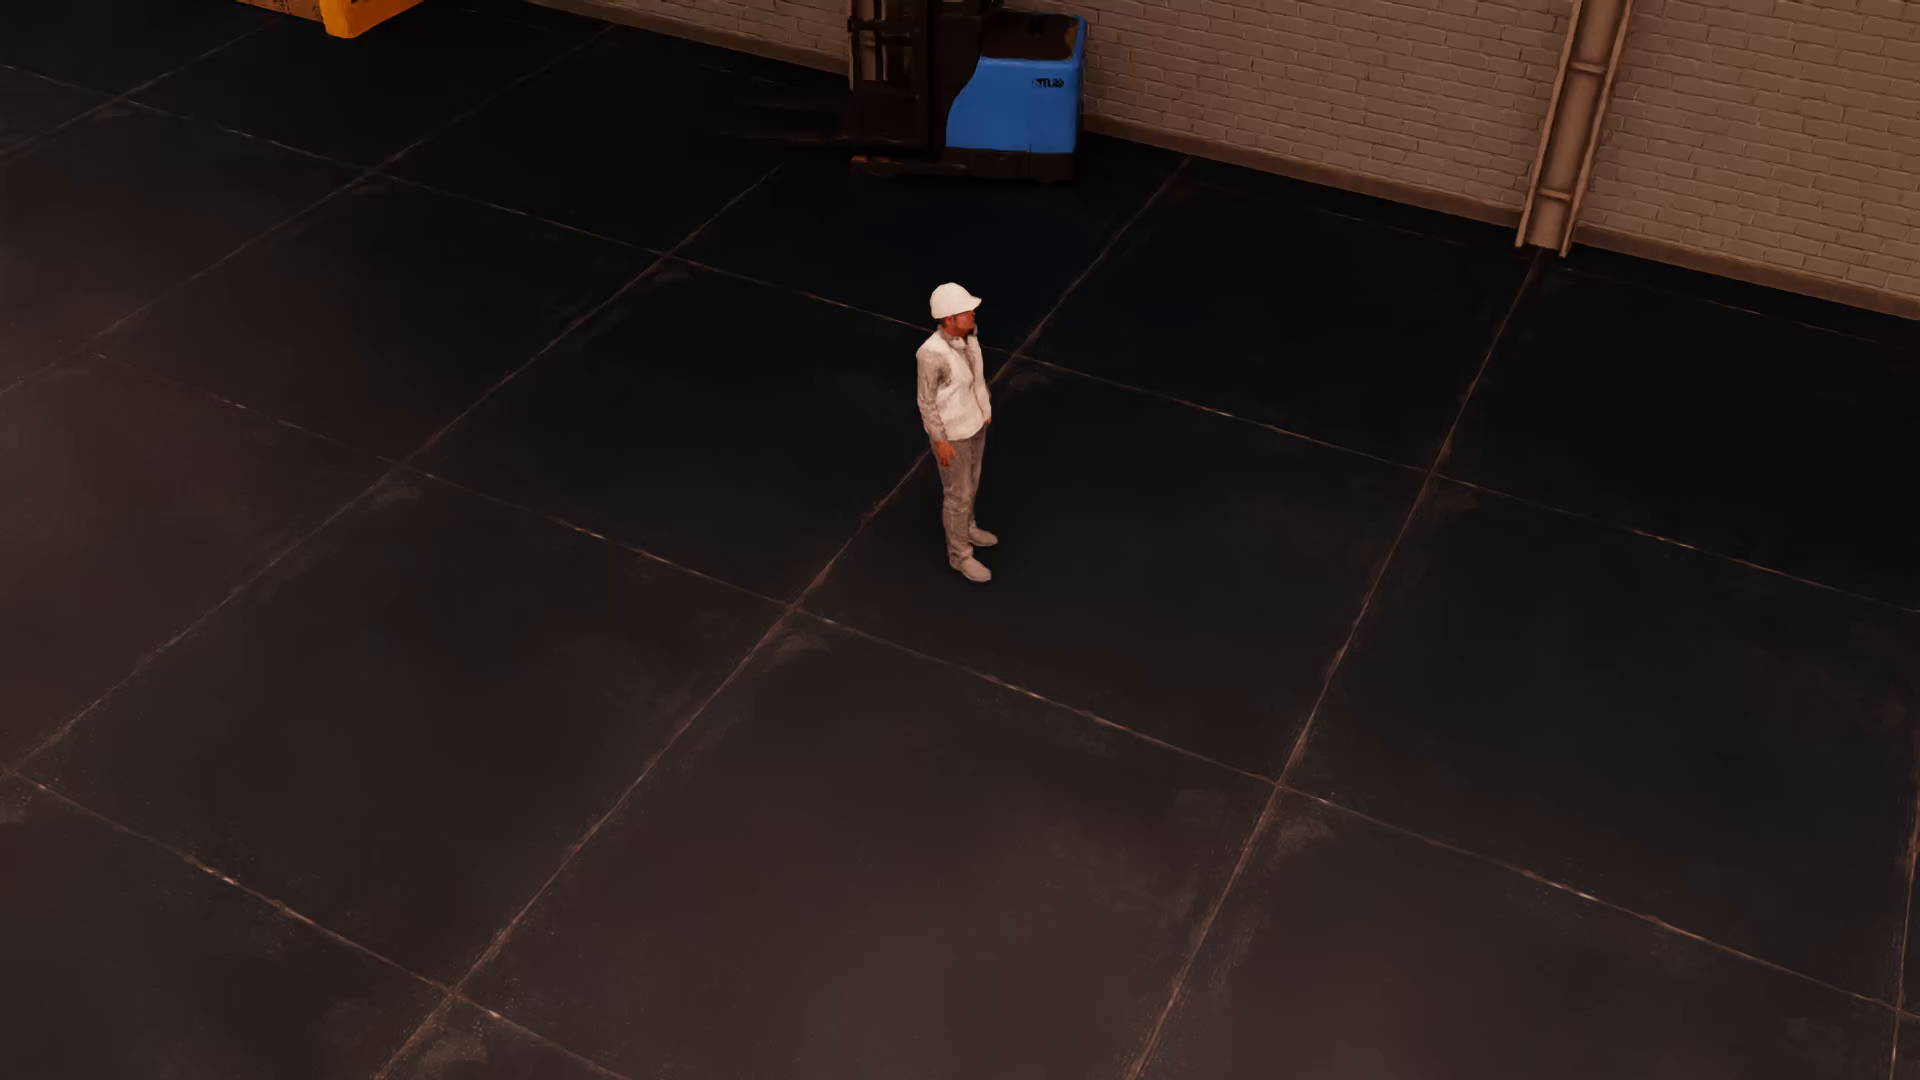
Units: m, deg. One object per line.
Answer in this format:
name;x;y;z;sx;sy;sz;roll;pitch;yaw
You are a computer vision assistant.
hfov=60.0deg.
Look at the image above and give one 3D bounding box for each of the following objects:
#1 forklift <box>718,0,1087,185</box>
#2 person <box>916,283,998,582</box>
forklift;-0.496;-4.465;13.288;3.031;2.935;1.130;5;40;6
person;0.052;-0.661;9.659;0.567;1.772;0.632;18;43;21
